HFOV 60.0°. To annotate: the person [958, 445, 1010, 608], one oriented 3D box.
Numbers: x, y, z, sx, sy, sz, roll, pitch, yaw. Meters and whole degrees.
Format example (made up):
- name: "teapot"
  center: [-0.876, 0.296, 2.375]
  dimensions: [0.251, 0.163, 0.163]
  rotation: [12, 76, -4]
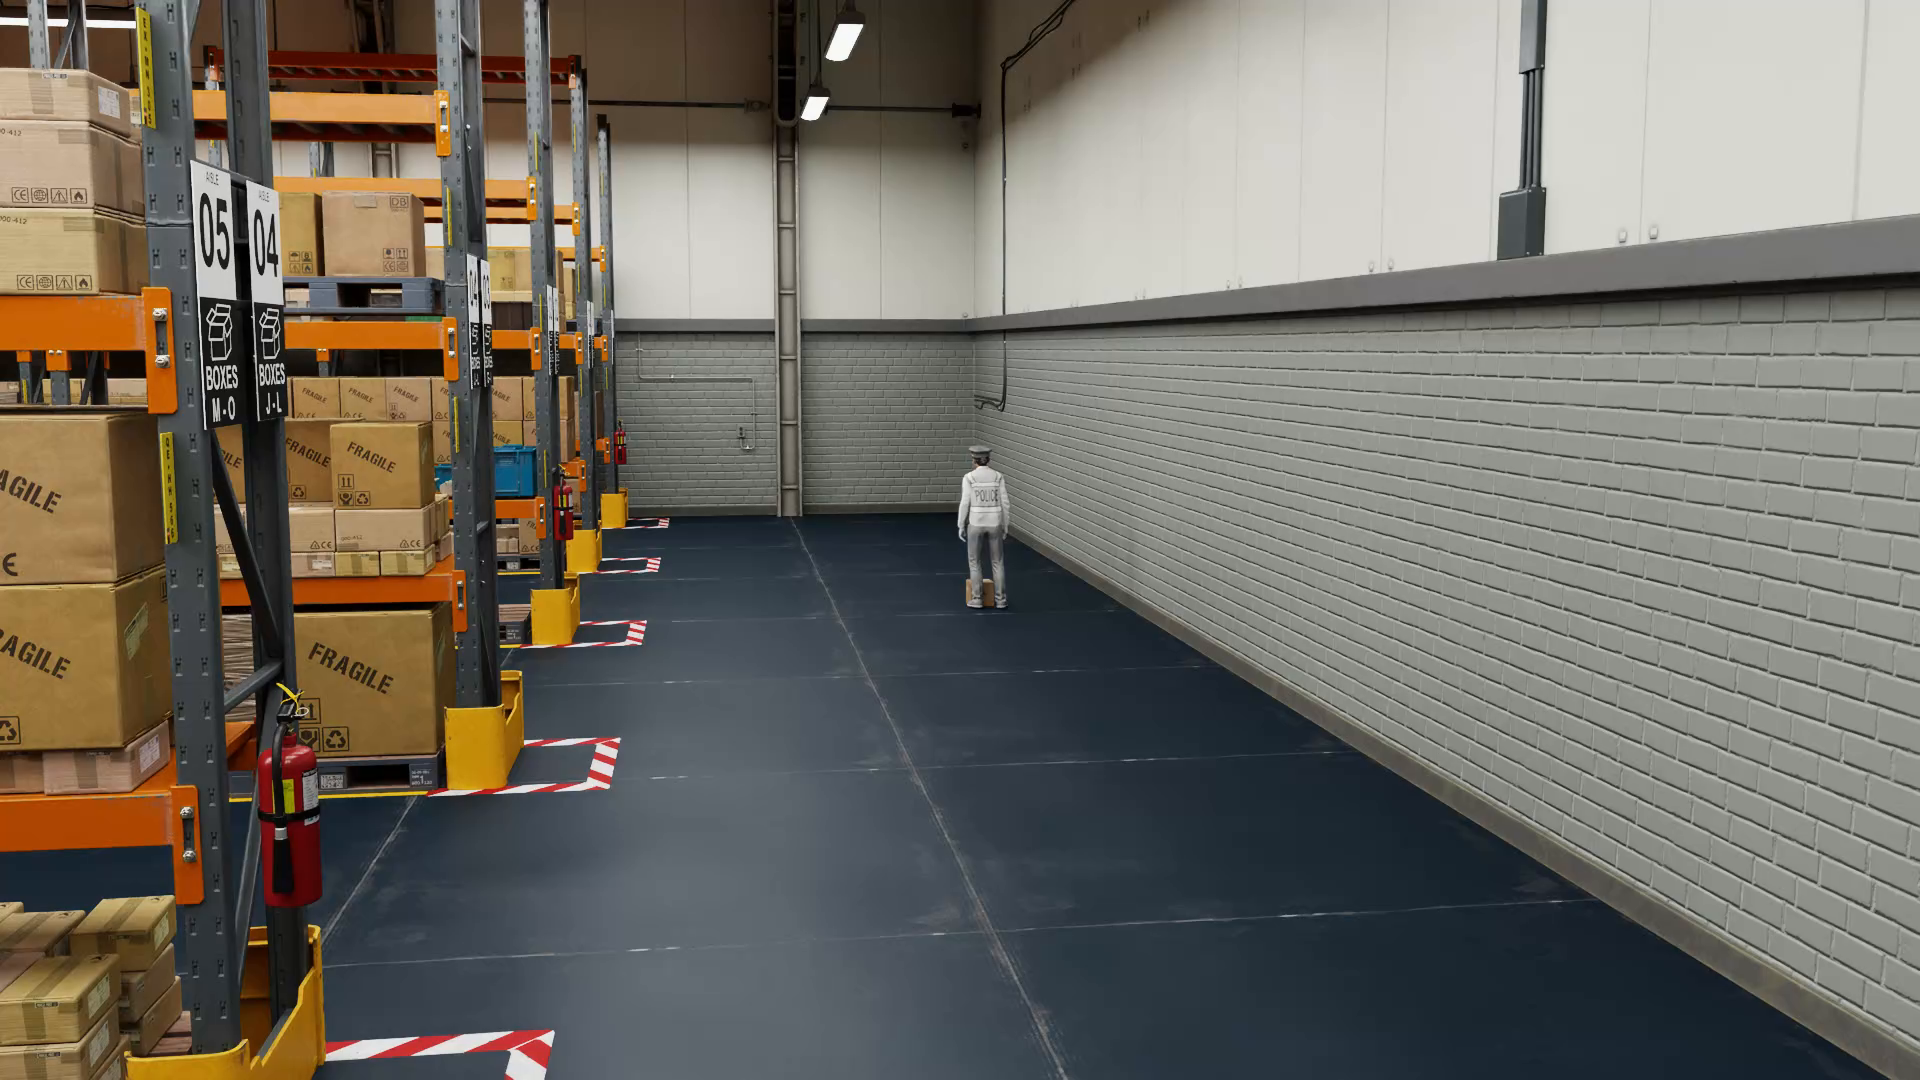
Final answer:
- name: "person"
  center: [0.240, -0.131, 16.944]
  dimensions: [0.547, 1.666, 0.411]
  rotation: [-1, 7, -12]
